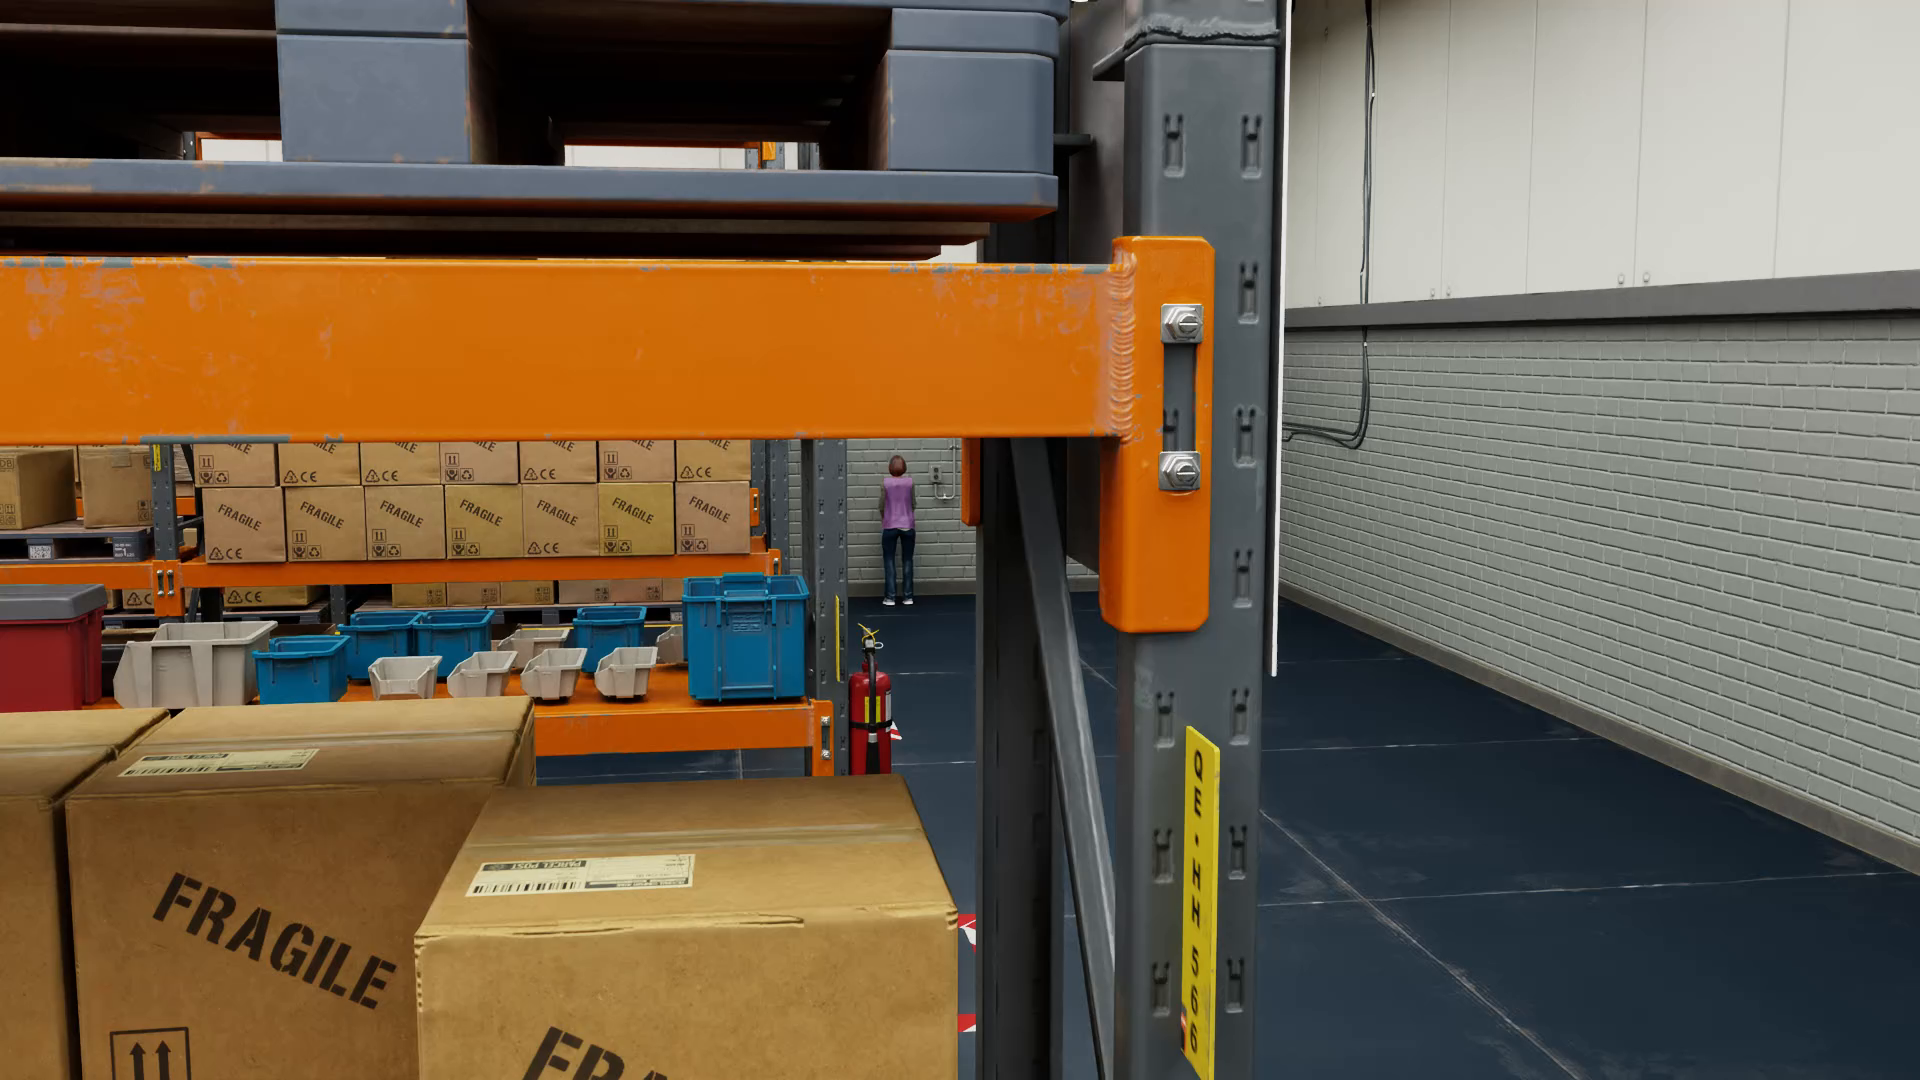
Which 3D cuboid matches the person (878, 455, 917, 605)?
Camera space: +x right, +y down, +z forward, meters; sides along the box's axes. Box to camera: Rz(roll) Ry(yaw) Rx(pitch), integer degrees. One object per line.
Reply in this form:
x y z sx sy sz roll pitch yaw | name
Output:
-0.658 -0.113 17.509 0.406 1.588 0.492 -1 7 -8 | person
